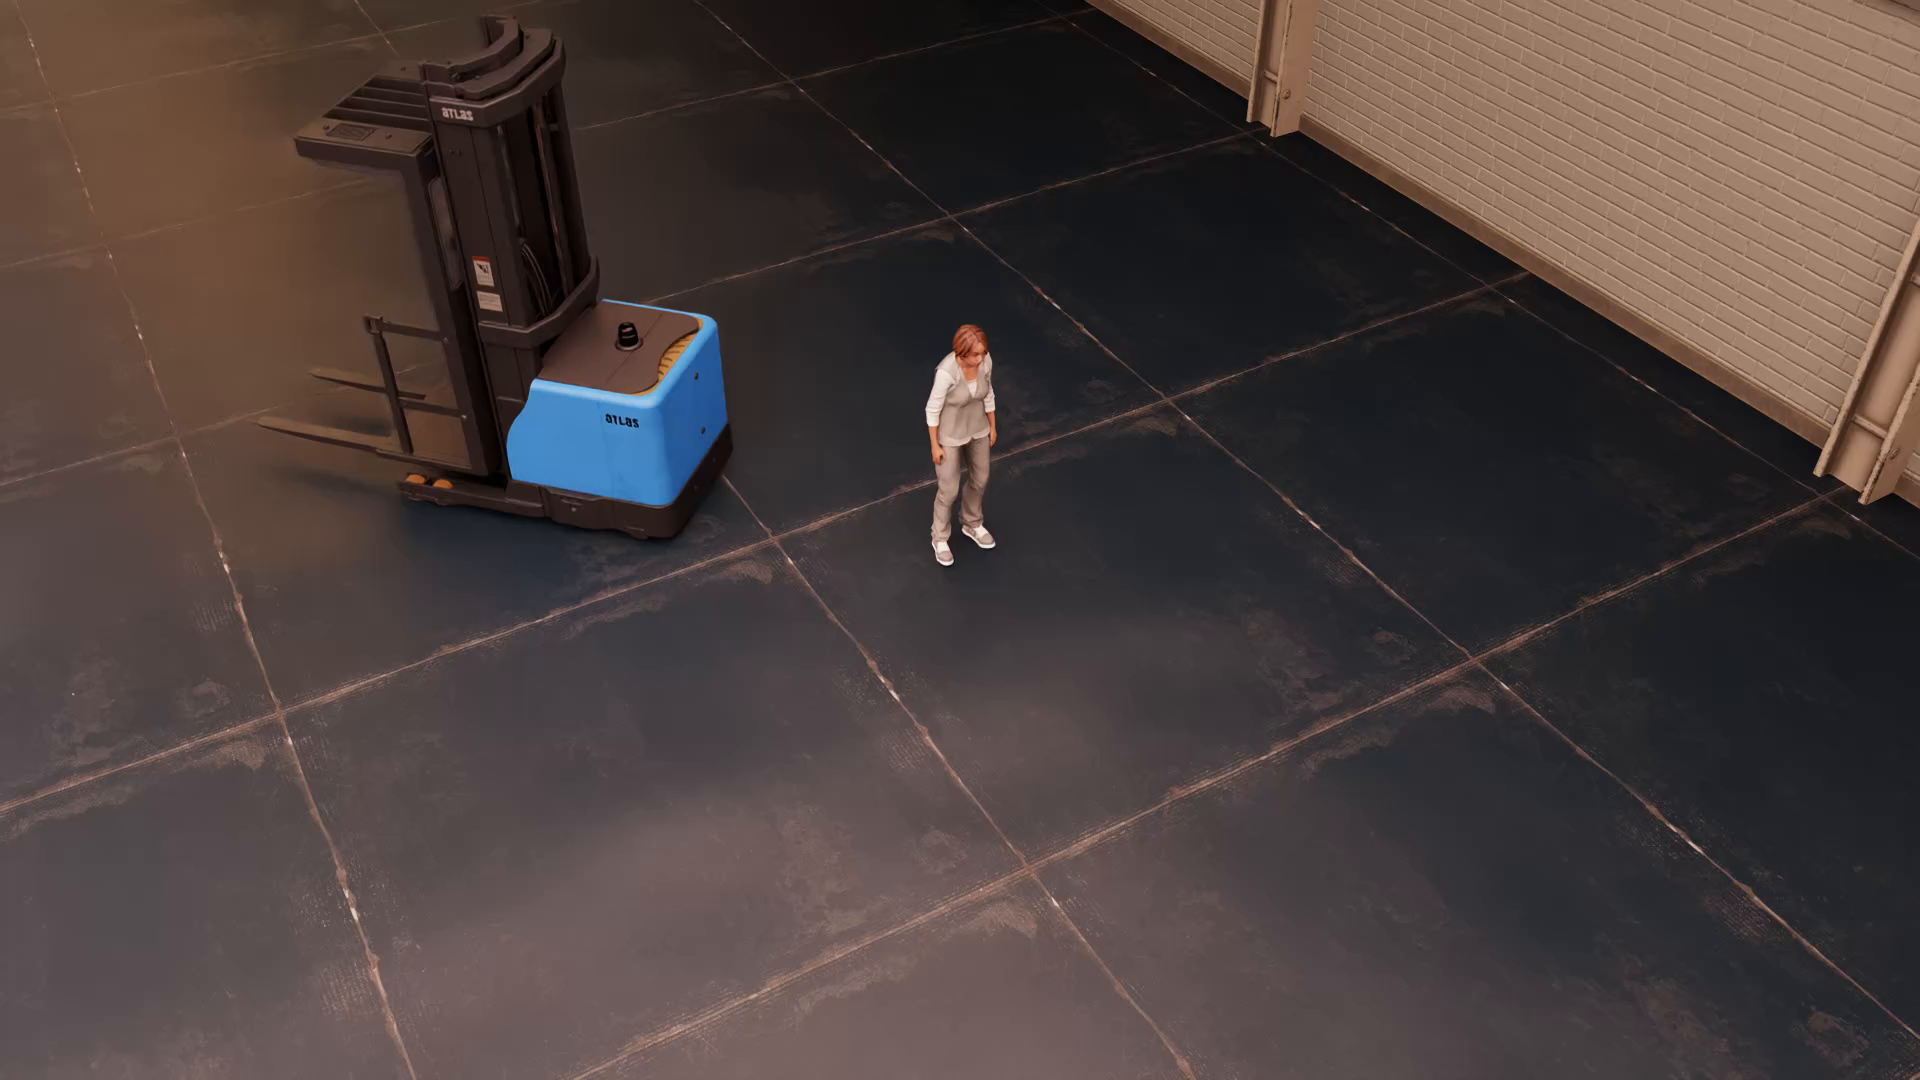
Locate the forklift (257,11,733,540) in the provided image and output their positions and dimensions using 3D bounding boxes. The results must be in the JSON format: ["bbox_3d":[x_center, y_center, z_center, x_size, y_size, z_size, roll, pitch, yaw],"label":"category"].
[{"bbox_3d":[-3.068,-1.660,10.037,3.031,2.935,1.130,10,41,12],"label":"forklift"}]

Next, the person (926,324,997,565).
[{"bbox_3d":[0.016,-0.598,9.816,0.467,1.581,0.344,-22,44,-24],"label":"person"}]
